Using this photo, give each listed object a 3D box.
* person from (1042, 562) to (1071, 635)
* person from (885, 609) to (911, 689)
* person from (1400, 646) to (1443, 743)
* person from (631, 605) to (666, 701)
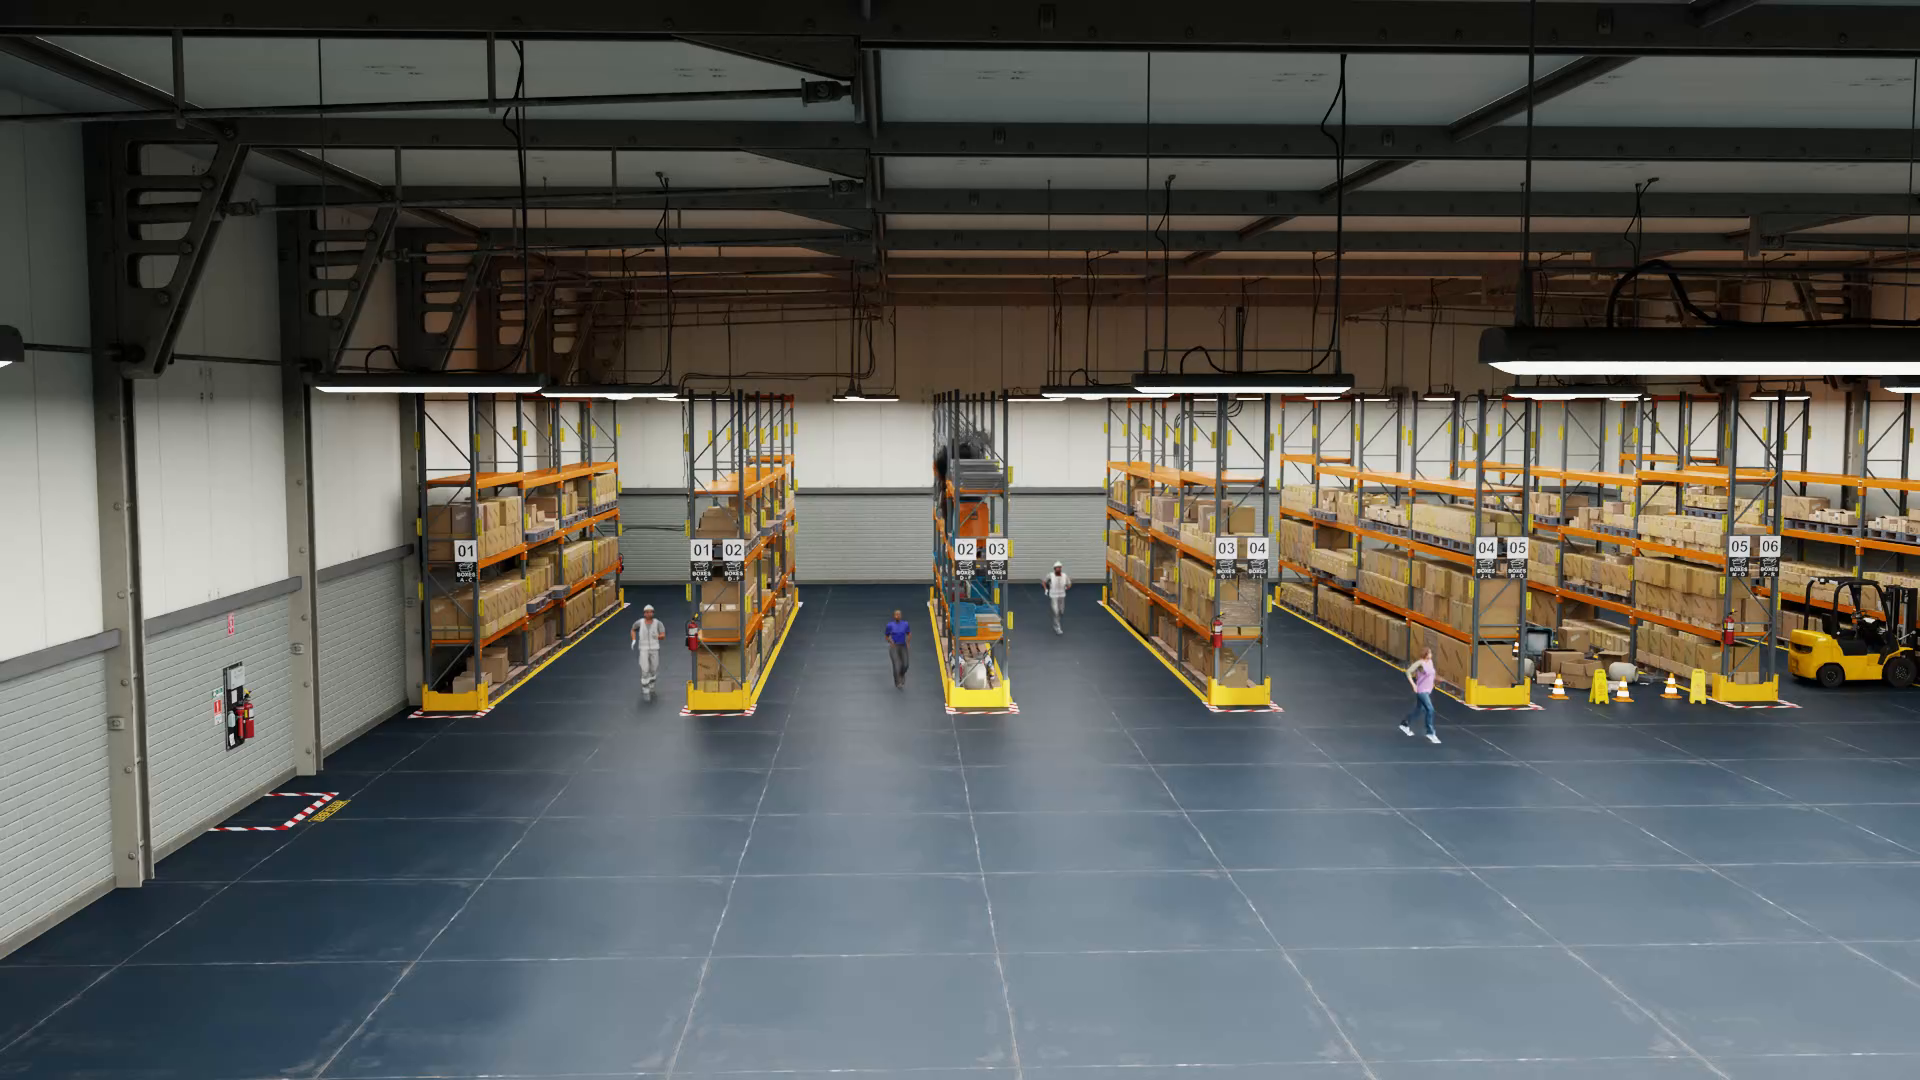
[{"bbox_3d":[2.441,1.429,41.466,0.698,1.772,0.892,-1,5,-16],"label":"person"},{"bbox_3d":[-1.228,2.192,33.401,0.550,1.610,0.524,-1,5,-12],"label":"person"},{"bbox_3d":[7.872,2.609,28.367,0.770,1.621,0.530,4,6,37],"label":"person"},{"bbox_3d":[-6.059,2.168,32.364,0.655,1.819,0.851,-1,5,-17],"label":"person"}]
